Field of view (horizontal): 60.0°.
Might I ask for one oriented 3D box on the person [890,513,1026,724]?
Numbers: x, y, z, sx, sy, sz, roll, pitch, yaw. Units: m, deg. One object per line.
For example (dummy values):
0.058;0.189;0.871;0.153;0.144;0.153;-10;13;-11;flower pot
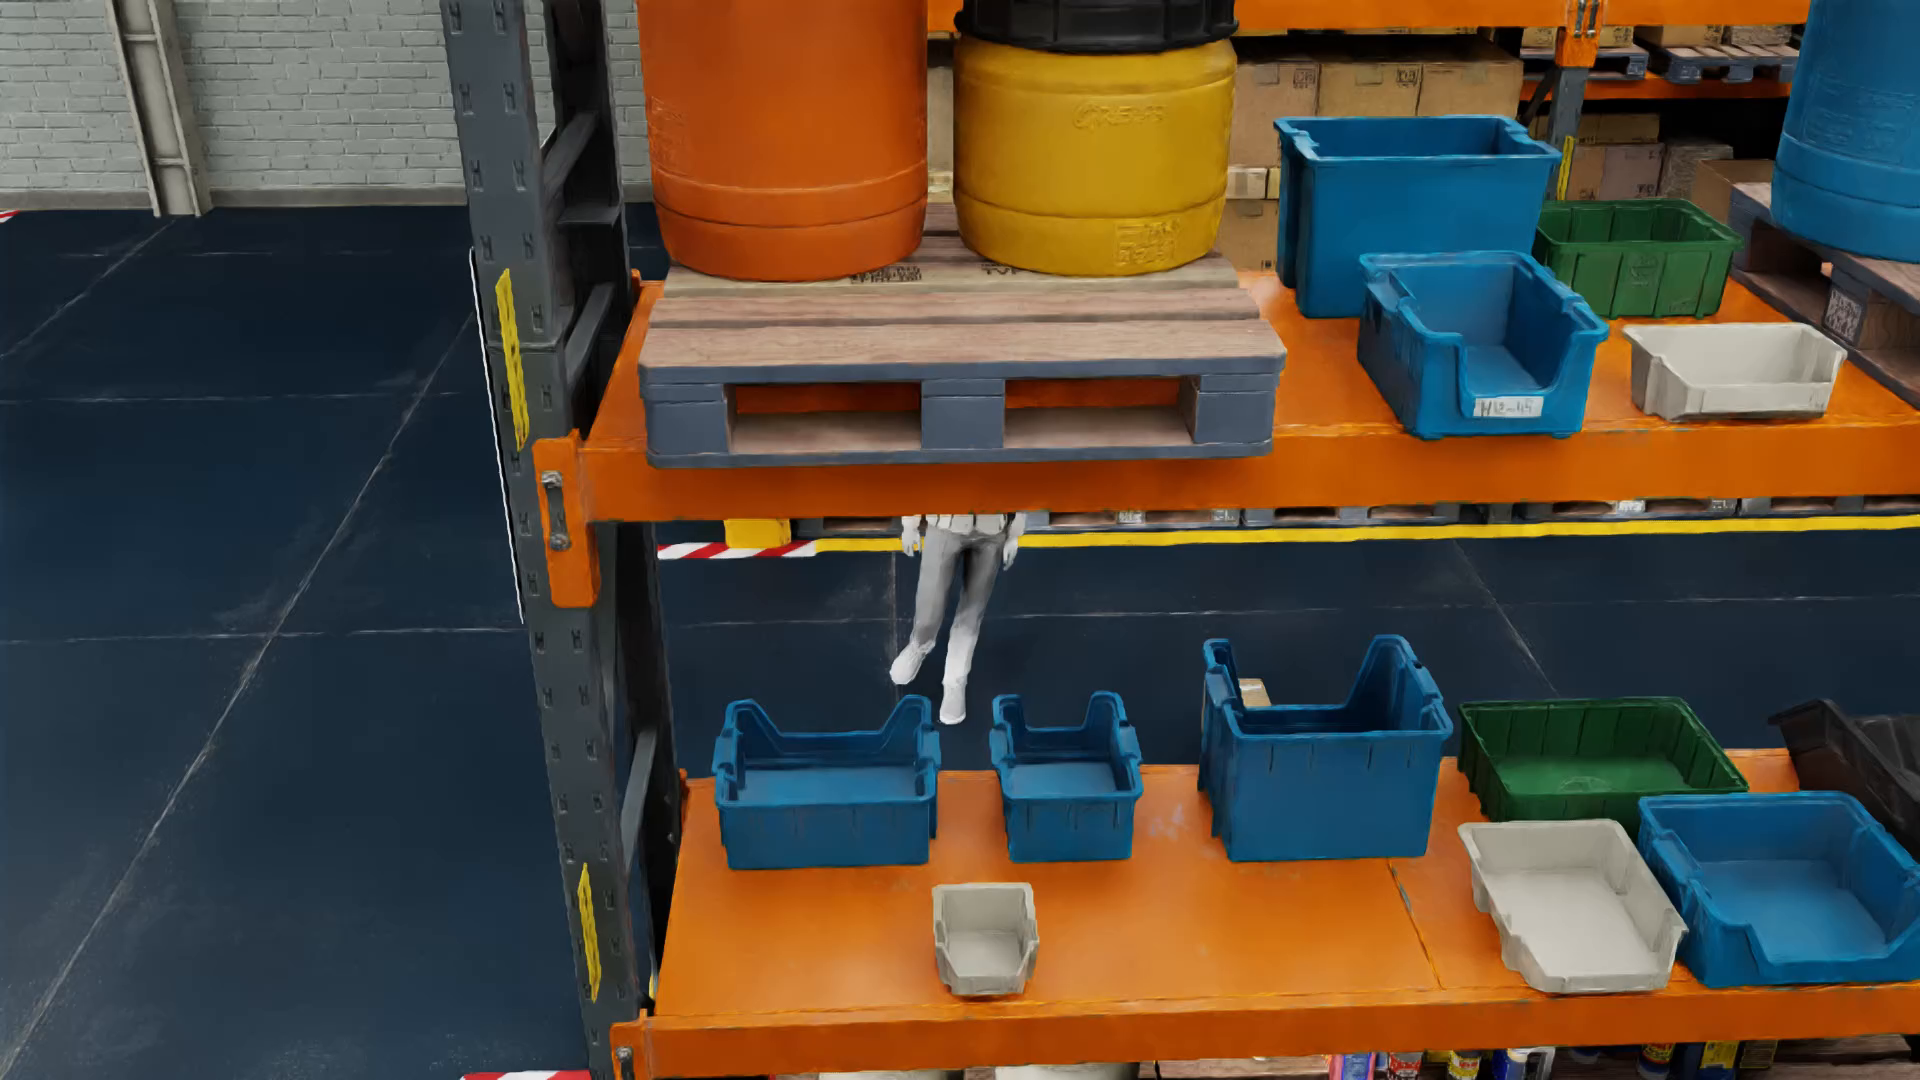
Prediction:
0.007;-0.023;7.146;0.607;1.665;0.424;-6;28;-11;person
